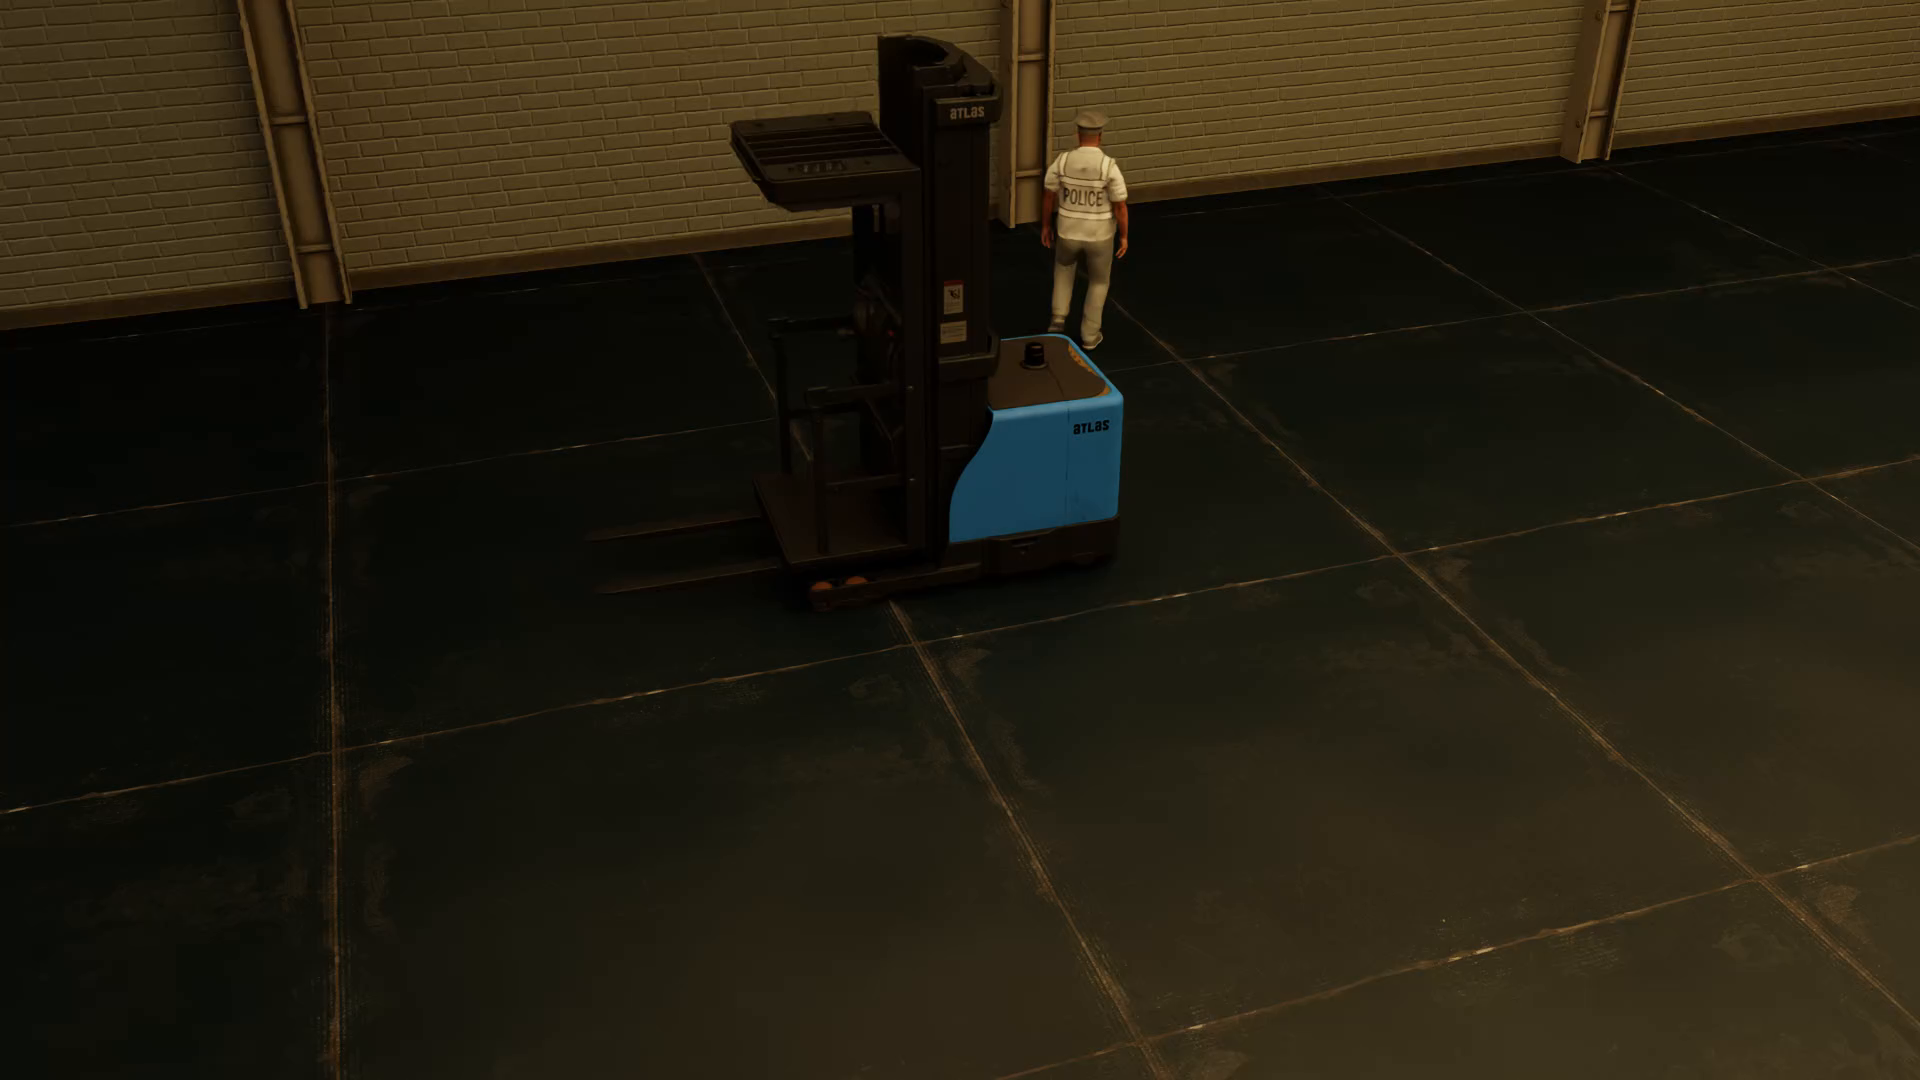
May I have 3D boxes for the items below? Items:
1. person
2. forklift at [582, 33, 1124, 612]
[{"bbox_3d":[0.932,-2.271,12.274,0.650,1.767,0.496,9,31,15],"label":"person"},{"bbox_3d":[-0.643,-1.161,9.106,3.031,2.935,1.130,-9,31,-15],"label":"forklift"}]
